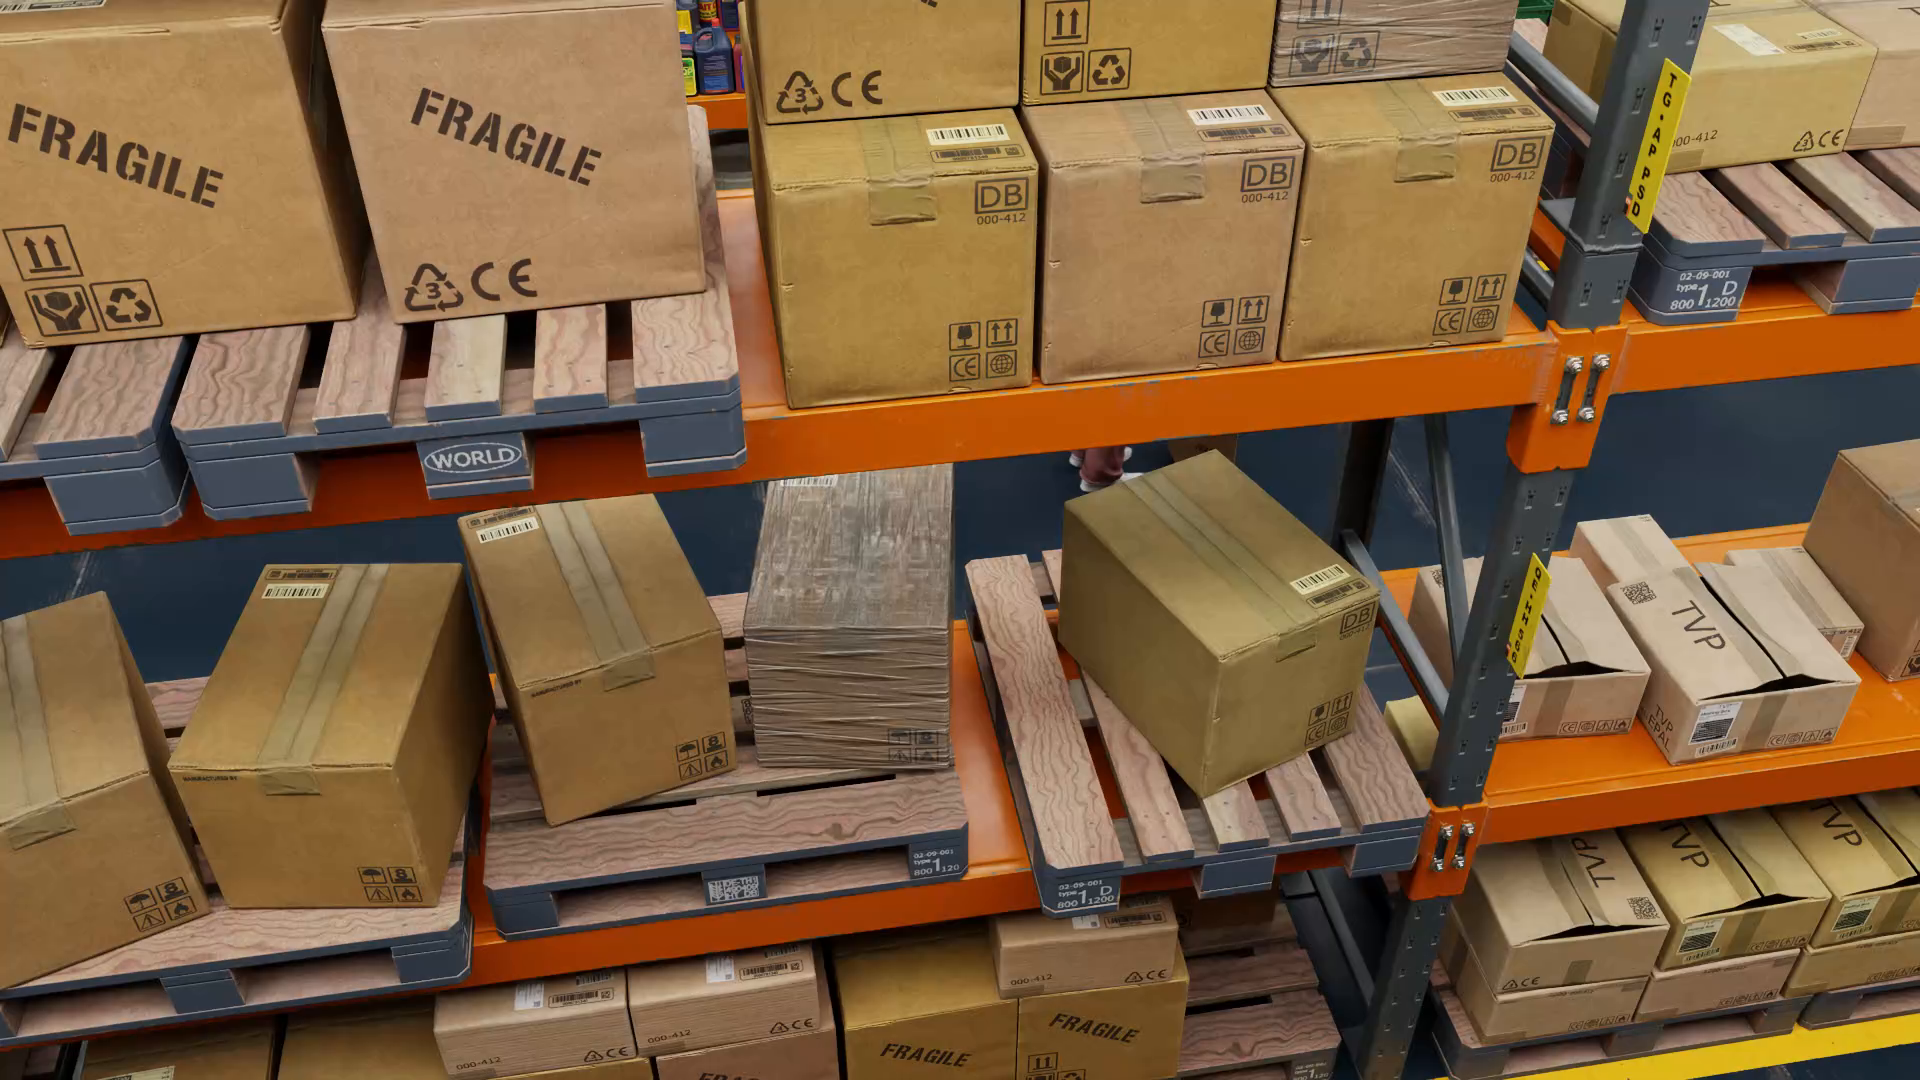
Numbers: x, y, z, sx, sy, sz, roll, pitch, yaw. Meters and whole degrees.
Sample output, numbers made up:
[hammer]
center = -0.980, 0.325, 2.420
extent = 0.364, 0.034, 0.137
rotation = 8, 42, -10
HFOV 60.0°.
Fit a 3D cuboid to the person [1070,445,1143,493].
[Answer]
[person]
center = 0.668, -0.974, 7.373
extent = 0.362, 1.672, 0.442
rotation = -6, 39, -7
